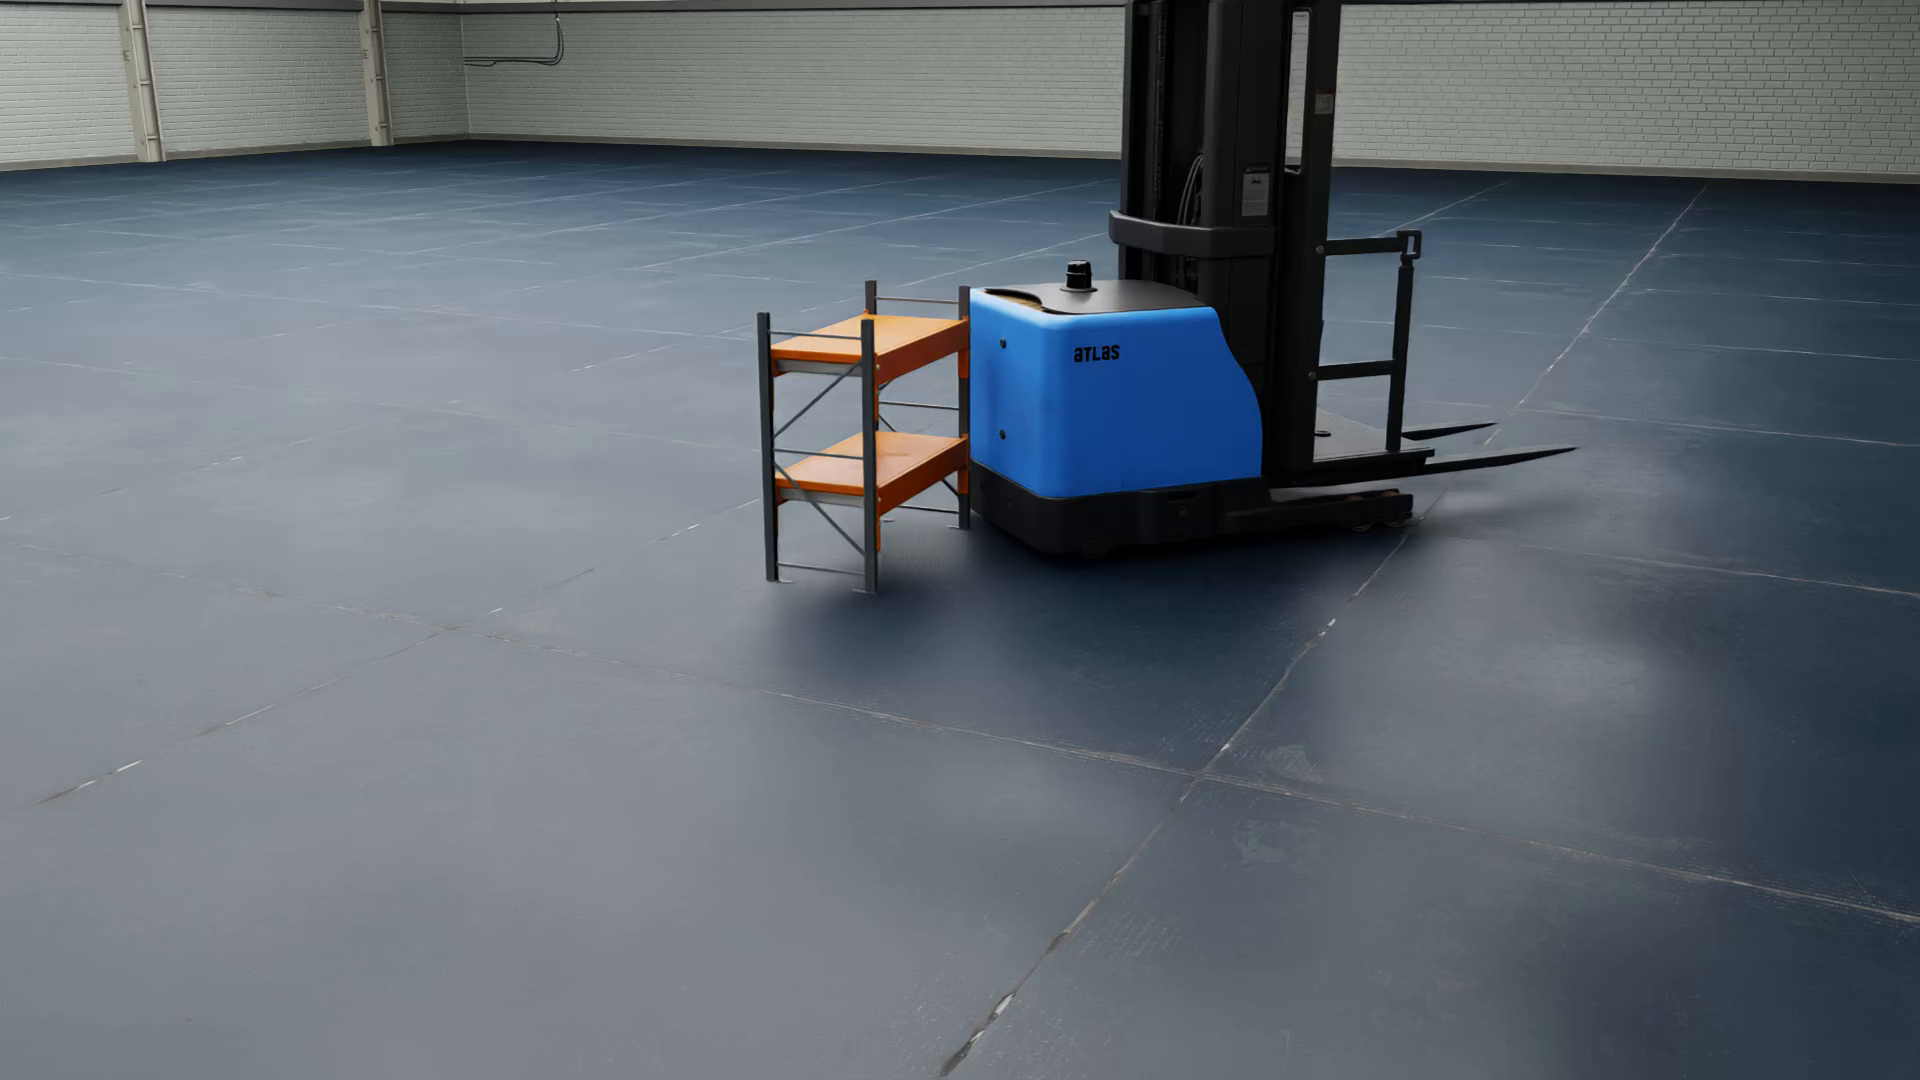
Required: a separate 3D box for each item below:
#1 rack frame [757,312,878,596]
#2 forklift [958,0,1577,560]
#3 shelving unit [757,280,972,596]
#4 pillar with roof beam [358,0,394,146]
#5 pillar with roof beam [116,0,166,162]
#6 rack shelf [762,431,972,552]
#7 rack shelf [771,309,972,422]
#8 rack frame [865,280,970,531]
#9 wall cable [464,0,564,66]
[{"bbox_3d":[-0.572,-0.343,6.705,0.500,1.125,0.032,7,18,21],"label":"rack frame"},{"bbox_3d":[1.556,-1.573,7.674,3.031,2.935,1.130,-7,18,-22],"label":"forklift"},{"bbox_3d":[-0.382,-0.478,7.157,0.538,1.125,1.048,7,18,21],"label":"shelving unit"},{"bbox_3d":[-9.126,-12.630,34.243,9.100,9.000,0.400,8,18,25],"label":"pillar with roof beam"},{"bbox_3d":[-11.807,-11.102,29.097,9.100,9.000,0.400,8,18,25],"label":"pillar with roof beam"},{"bbox_3d":[-0.382,-0.243,7.227,0.538,0.278,1.000,7,18,21],"label":"rack shelf"},{"bbox_3d":[-0.382,-0.758,7.074,0.538,0.278,1.000,7,18,21],"label":"rack shelf"},{"bbox_3d":[-0.192,-0.612,7.609,0.500,1.125,0.032,7,18,21],"label":"rack frame"},{"bbox_3d":[-10.478,-12.271,38.489,3.097,2.526,0.112,8,18,25],"label":"wall cable"}]
